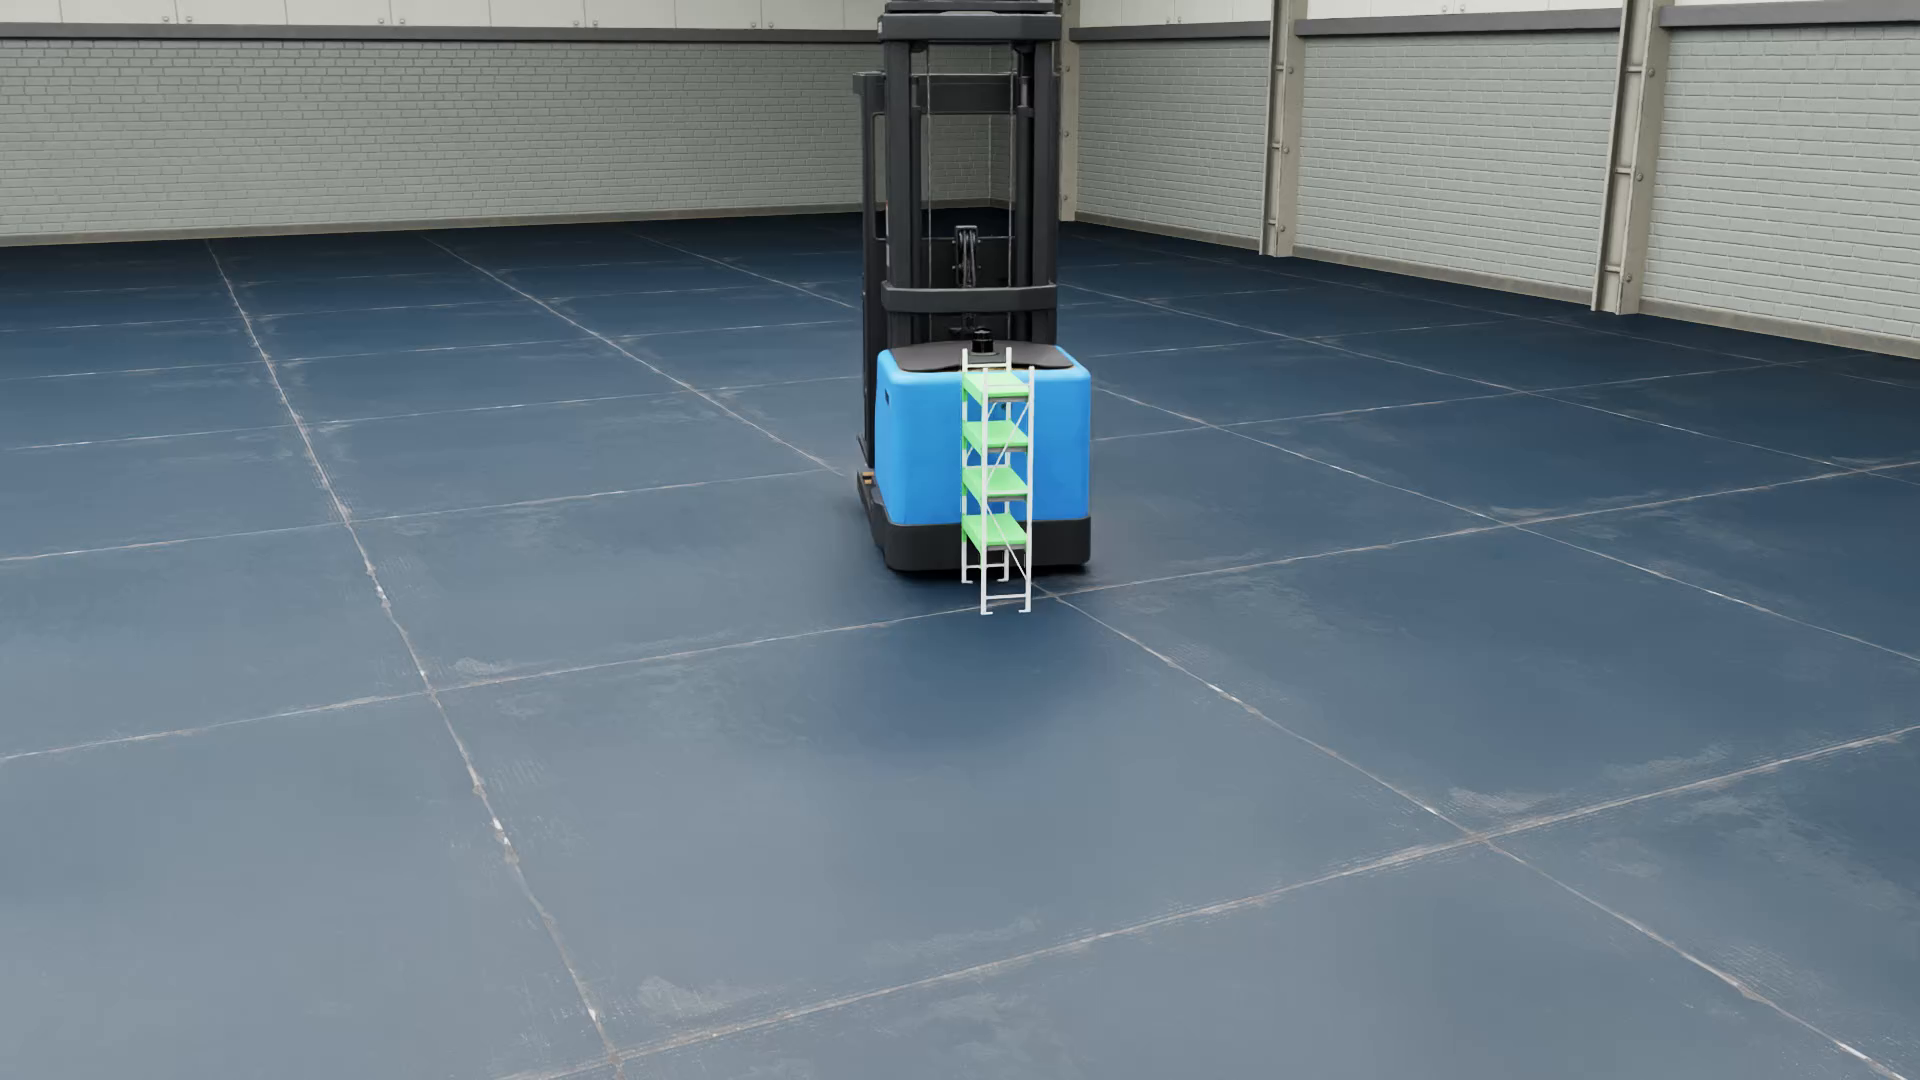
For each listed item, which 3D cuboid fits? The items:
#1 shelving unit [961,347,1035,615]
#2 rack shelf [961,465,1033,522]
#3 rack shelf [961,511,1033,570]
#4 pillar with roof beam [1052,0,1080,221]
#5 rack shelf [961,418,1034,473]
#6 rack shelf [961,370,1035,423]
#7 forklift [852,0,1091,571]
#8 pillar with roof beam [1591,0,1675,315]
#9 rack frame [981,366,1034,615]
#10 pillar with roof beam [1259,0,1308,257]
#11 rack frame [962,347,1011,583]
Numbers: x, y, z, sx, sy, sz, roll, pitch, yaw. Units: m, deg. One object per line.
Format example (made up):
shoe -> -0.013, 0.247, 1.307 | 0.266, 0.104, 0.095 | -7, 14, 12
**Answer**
shelving unit -> 0.177, -0.292, 8.078 | 0.258, 1.200, 0.503 | -3, 17, -10
rack shelf -> 0.176, -0.231, 8.096 | 0.258, 0.148, 0.480 | -3, 17, -10
rack shelf -> 0.175, -0.002, 8.167 | 0.258, 0.148, 0.480 | -3, 17, -10
pillar with roof beam -> -2.132, -9.221, 25.068 | 9.100, 9.000, 0.400 | -8, 18, -25
rack shelf -> 0.177, -0.461, 8.026 | 0.258, 0.148, 0.480 | -3, 17, -10
rack shelf -> 0.178, -0.690, 7.956 | 0.258, 0.148, 0.480 | -3, 17, -10
forklift -> -0.028, -1.612, 9.555 | 1.130, 2.935, 3.031 | -2, 16, -7
pillar with roof beam -> 3.125, -6.245, 14.699 | 9.100, 9.000, 0.400 | -8, 18, -25
rack frame -> 0.223, -0.222, 7.849 | 0.240, 1.200, 0.015 | -3, 17, -10
pillar with roof beam -> 0.496, -7.733, 19.883 | 9.100, 9.000, 0.400 | -8, 18, -25
rack frame -> 0.130, -0.363, 8.307 | 0.240, 1.200, 0.015 | -3, 17, -10
